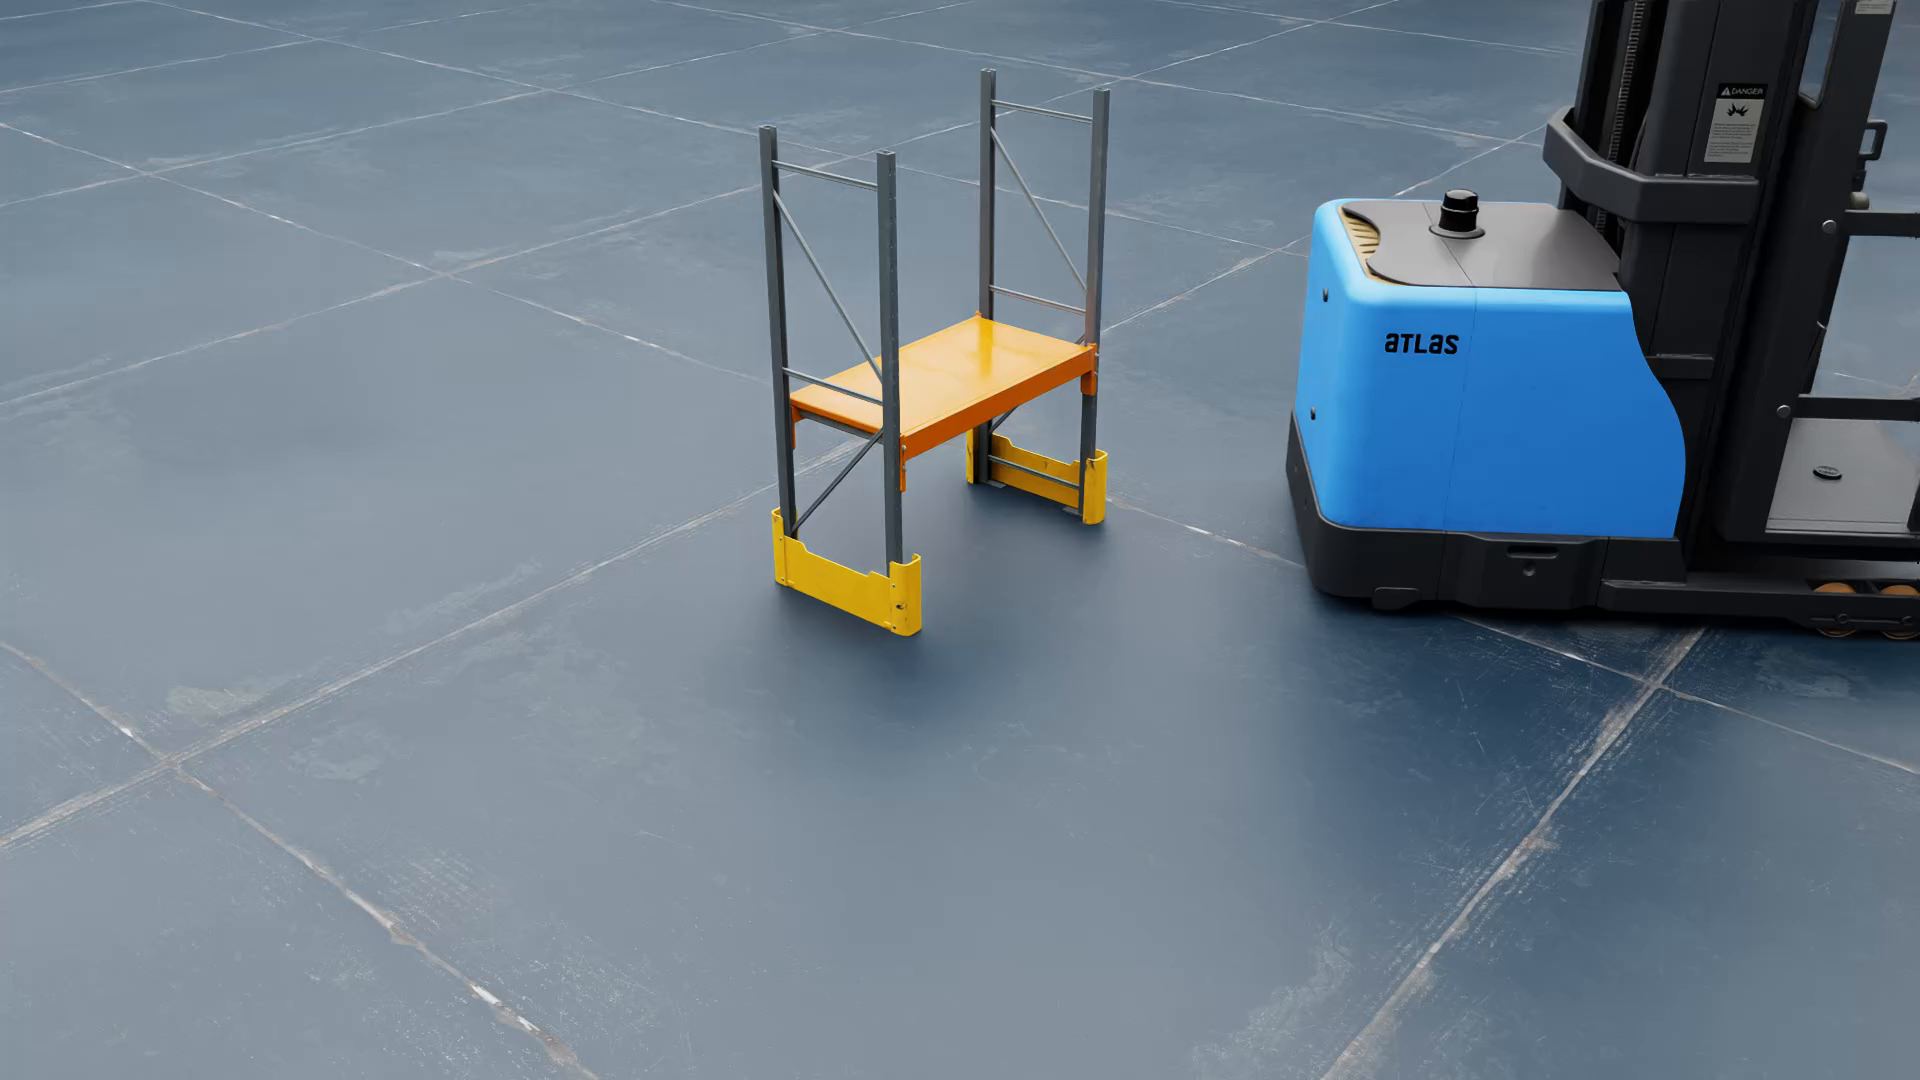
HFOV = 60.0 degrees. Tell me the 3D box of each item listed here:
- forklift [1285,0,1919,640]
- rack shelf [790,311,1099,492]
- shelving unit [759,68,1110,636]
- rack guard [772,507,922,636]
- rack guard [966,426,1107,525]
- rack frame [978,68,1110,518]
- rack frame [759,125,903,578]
[{"bbox_3d":[2.670,-1.248,4.972,3.031,2.935,1.130,2,27,4],"label":"forklift"},{"bbox_3d":[-0.054,-0.476,5.430,0.538,0.185,1.000,21,34,34],"label":"rack shelf"},{"bbox_3d":[-0.048,-0.639,5.353,0.587,1.500,1.083,21,34,34],"label":"shelving unit"},{"bbox_3d":[-0.365,0.093,5.299,0.587,0.250,0.087,21,34,34],"label":"rack guard"},{"bbox_3d":[0.268,-0.261,5.982,0.587,0.250,0.087,21,34,34],"label":"rack guard"},{"bbox_3d":[0.269,-0.816,5.695,0.500,1.500,0.032,21,34,34],"label":"rack frame"},{"bbox_3d":[-0.378,-0.456,4.999,0.500,1.500,0.032,21,34,34],"label":"rack frame"}]
